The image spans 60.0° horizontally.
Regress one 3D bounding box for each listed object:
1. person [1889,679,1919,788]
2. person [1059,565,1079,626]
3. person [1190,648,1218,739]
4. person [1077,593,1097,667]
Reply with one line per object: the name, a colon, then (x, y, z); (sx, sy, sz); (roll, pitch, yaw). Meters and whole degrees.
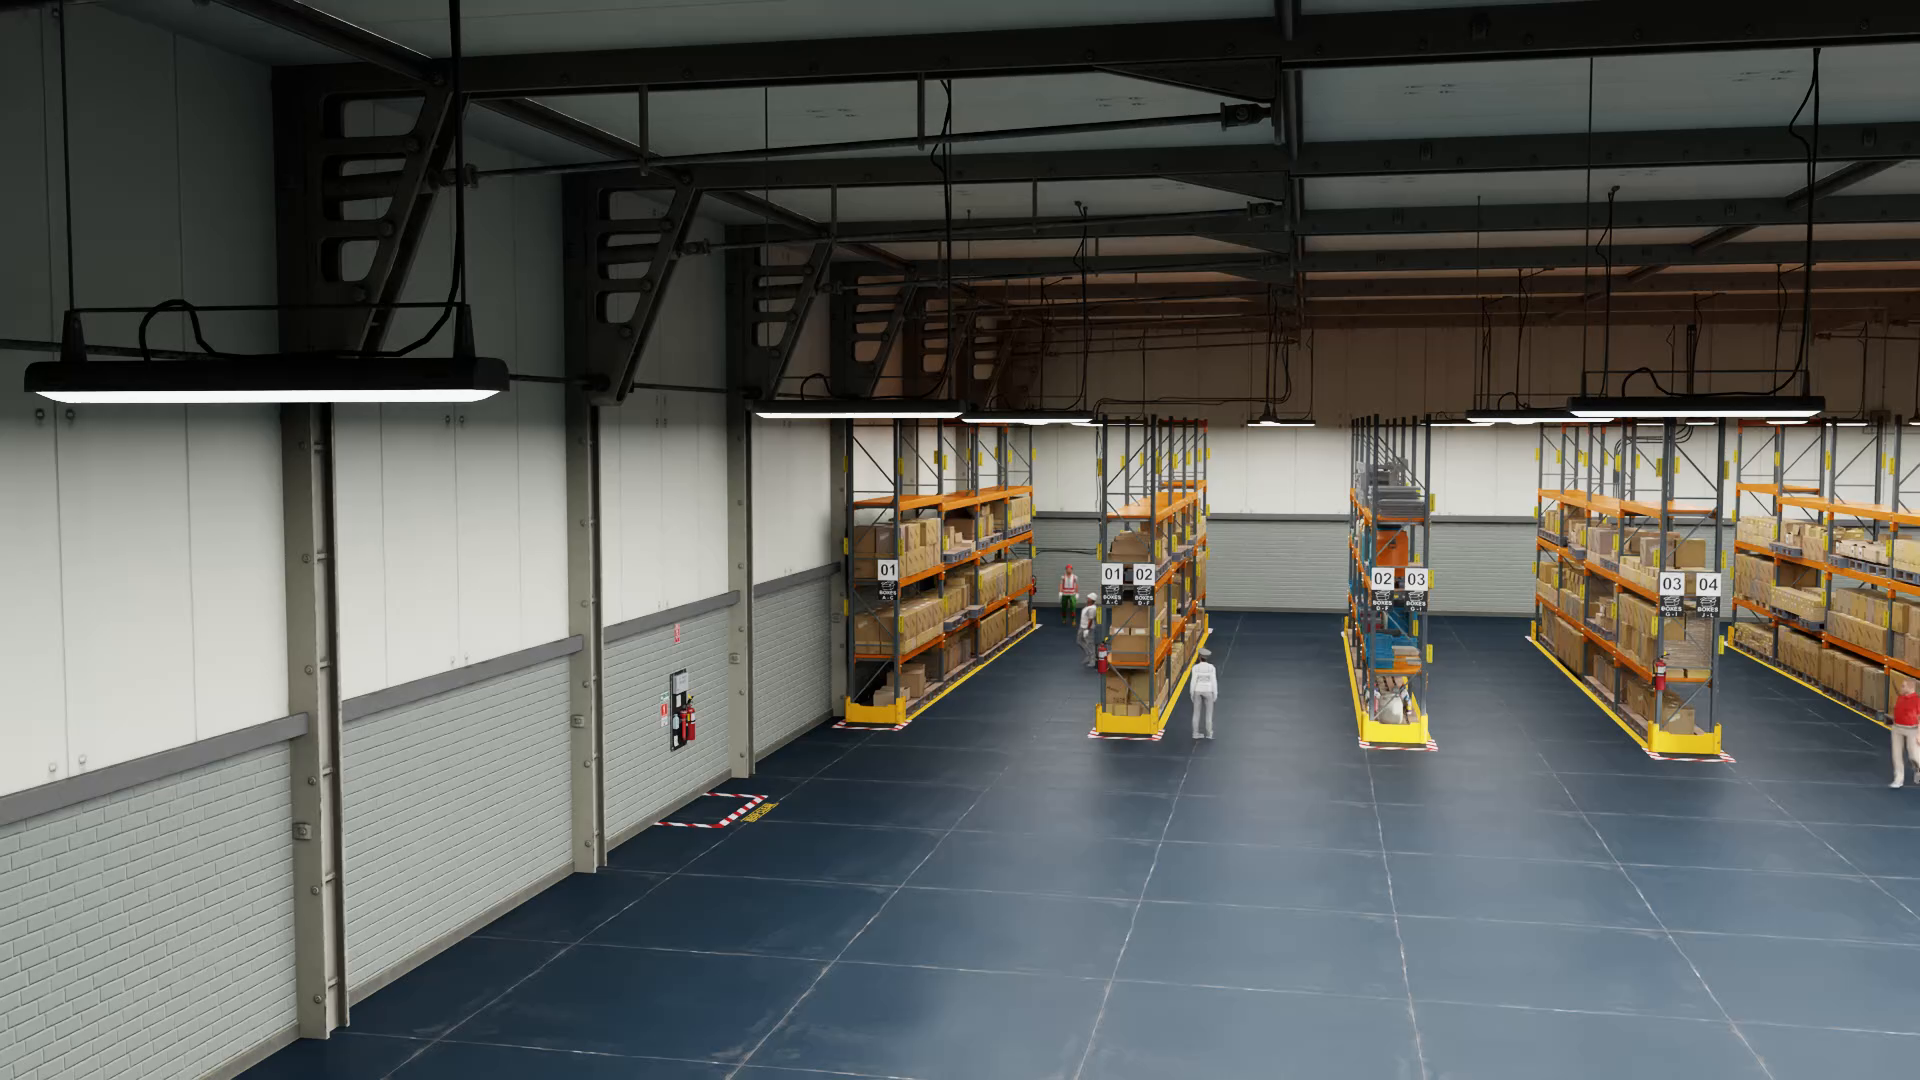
person: (15.135, 3.080, 26.533); (0.490, 1.719, 0.605); (4, 5, 45)
person: (3.172, 1.597, 48.443); (0.625, 1.751, 0.928); (0, 4, -4)
person: (4.507, 2.838, 30.704); (0.476, 1.699, 0.398); (2, 4, 28)
person: (3.084, 2.151, 40.191); (0.455, 1.768, 0.705); (-1, 4, -16)
